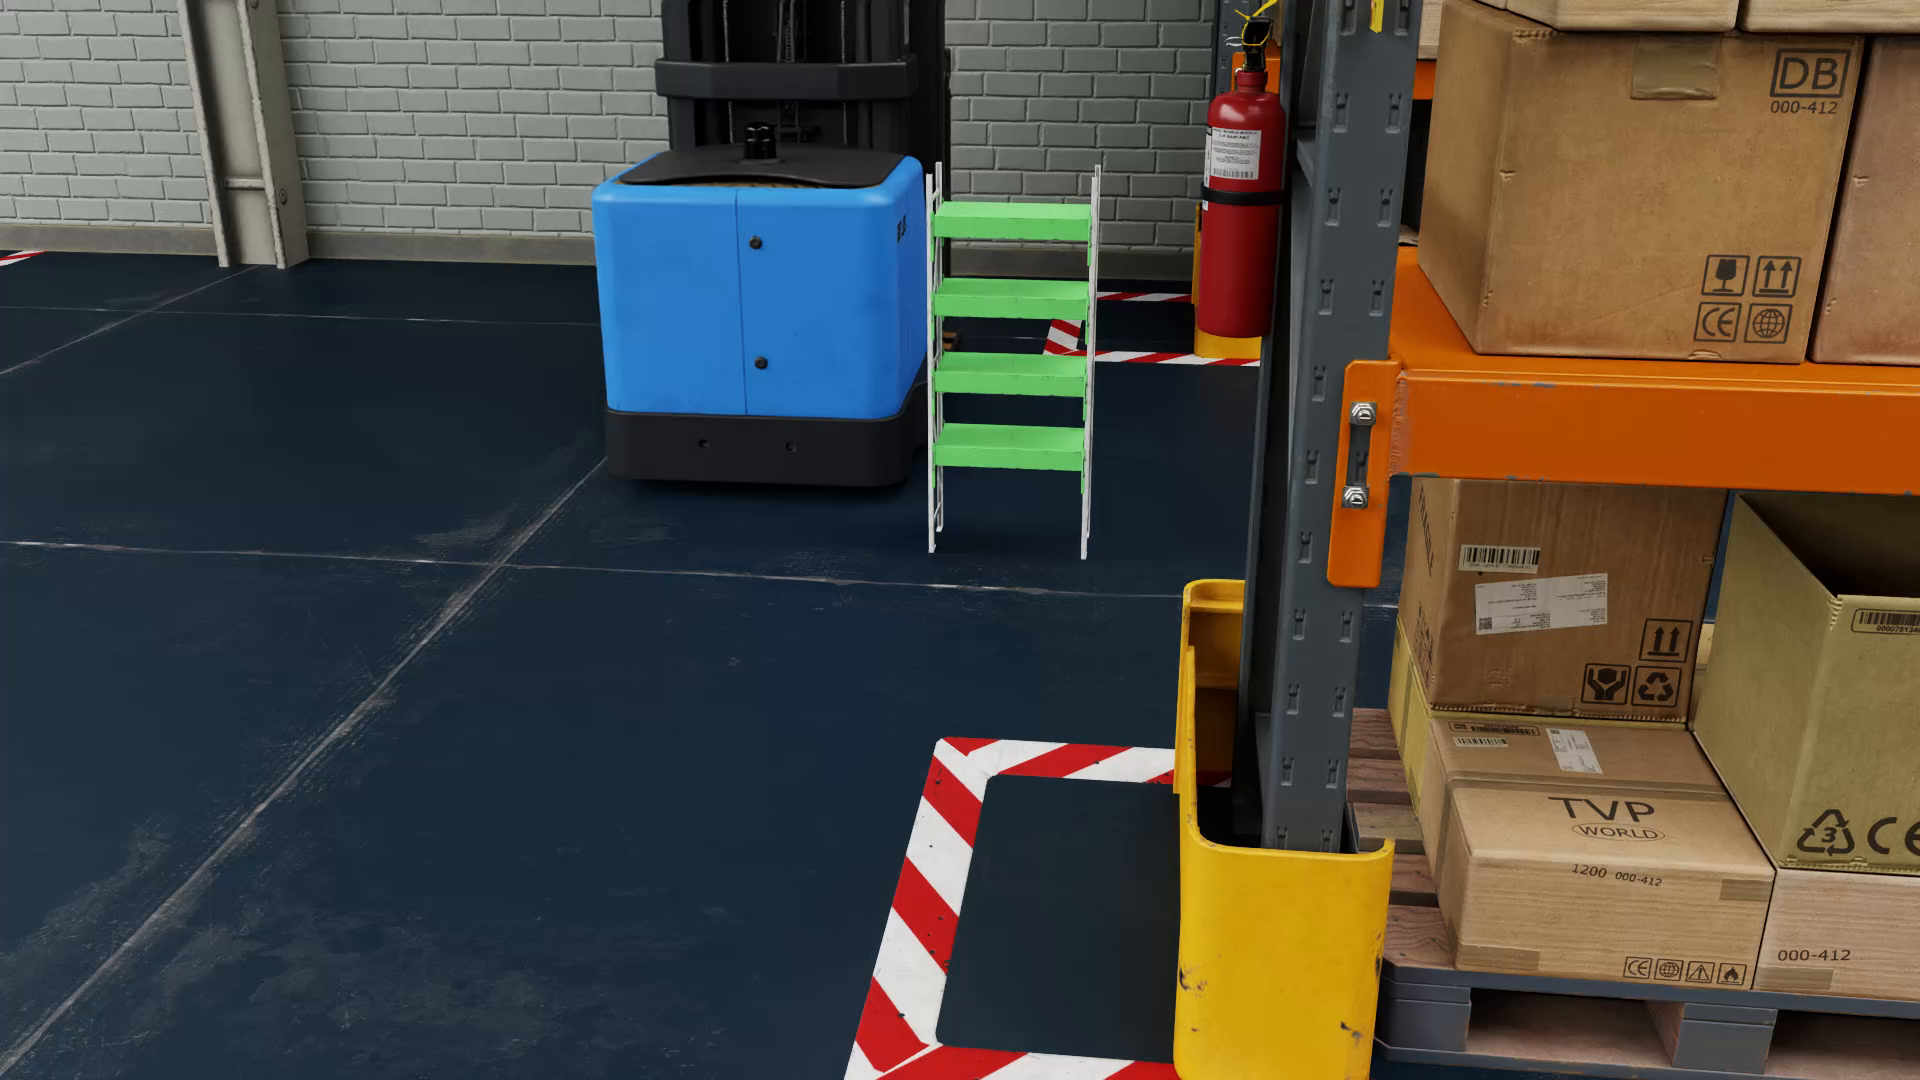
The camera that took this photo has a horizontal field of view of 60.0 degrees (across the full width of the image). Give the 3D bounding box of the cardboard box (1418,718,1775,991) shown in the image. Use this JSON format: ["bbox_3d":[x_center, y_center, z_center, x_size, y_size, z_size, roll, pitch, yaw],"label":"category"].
[{"bbox_3d":[1.152,0.568,3.093,0.500,0.250,0.500,2,22,6],"label":"cardboard box"}]

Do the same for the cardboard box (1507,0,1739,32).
[{"bbox_3d":[1.010,-0.873,2.549,0.250,0.149,0.380,2,22,6],"label":"cardboard box"}]

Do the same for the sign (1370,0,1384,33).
[{"bbox_3d":[0.575,-0.857,2.243,0.005,0.325,0.100,2,22,6],"label":"sign"}]

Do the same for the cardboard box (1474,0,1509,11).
[{"bbox_3d":[1.048,-1.021,2.925,0.250,0.149,0.380,2,22,5],"label":"cardboard box"}]

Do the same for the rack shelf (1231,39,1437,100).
[{"bbox_3d":[3.211,-2.008,7.417,4.000,0.370,1.077,2,22,6],"label":"rack shelf"}]

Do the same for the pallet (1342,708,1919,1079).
[{"bbox_3d":[1.410,0.694,3.396,1.213,0.211,1.003,2,22,6],"label":"pallet"}]

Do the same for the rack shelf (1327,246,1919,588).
[{"bbox_3d":[2.632,-0.199,2.842,4.000,0.370,1.077,2,22,6],"label":"rack shelf"}]

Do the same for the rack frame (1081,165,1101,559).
[{"bbox_3d":[0.407,-0.540,5.174,0.015,1.200,0.240,2,22,6],"label":"rack frame"}]

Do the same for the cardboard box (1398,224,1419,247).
[{"bbox_3d":[1.902,-1.320,7.758,0.500,0.311,0.500,0,22,0],"label":"cardboard box"}]

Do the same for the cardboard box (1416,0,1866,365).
[{"bbox_3d":[1.108,-0.642,2.847,0.500,0.500,0.700,3,22,6],"label":"cardboard box"}]

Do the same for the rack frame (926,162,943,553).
[{"bbox_3d":[-0.078,-0.561,5.228,0.015,1.200,0.240,2,22,6],"label":"rack frame"}]

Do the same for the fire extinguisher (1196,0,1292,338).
[{"bbox_3d":[0.583,-0.759,3.385,0.183,0.674,0.296,2,22,6],"label":"fire extinguisher"}]

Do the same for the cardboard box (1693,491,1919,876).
[{"bbox_3d":[1.649,0.240,2.902,0.500,0.500,0.500,2,22,6],"label":"cardboard box"}]

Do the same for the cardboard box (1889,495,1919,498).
[{"bbox_3d":[2.208,0.067,3.339,0.500,0.500,0.500,2,22,6],"label":"cardboard box"}]

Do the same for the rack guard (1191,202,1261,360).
[{"bbox_3d":[1.301,-1.263,7.955,0.348,0.500,1.175,2,22,6],"label":"rack guard"}]

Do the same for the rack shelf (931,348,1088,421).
[{"bbox_3d":[0.164,-0.491,5.225,0.480,0.148,0.258,2,22,6],"label":"rack shelf"}]

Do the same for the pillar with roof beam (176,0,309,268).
[{"bbox_3d":[-4.443,-4.192,3.804,0.400,9.000,9.100,2,22,6],"label":"pillar with roof beam"}]

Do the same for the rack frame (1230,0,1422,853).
[{"bbox_3d":[0.646,-0.620,2.929,0.127,3.000,1.000,2,22,6],"label":"rack frame"}]

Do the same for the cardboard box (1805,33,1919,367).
[{"bbox_3d":[1.630,-0.621,2.794,0.500,0.500,0.700,3,22,8],"label":"cardboard box"}]

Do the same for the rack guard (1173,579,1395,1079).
[{"bbox_3d":[0.622,0.541,3.391,0.348,0.500,1.175,2,22,6],"label":"rack guard"}]

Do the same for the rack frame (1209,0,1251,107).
[{"bbox_3d":[1.225,-2.429,7.504,0.127,3.000,1.000,2,22,6],"label":"rack frame"}]

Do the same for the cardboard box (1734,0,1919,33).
[{"bbox_3d":[1.273,-0.862,2.523,0.250,0.149,0.380,2,22,5],"label":"cardboard box"}]

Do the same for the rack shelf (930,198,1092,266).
[{"bbox_3d":[0.164,-0.938,5.048,0.480,0.148,0.258,2,22,6],"label":"rack shelf"}]

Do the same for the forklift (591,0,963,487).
[{"bbox_3d":[-0.576,-2.046,6.629,1.130,2.935,3.031,2,22,5],"label":"forklift"}]

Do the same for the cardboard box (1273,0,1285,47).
[{"bbox_3d":[1.712,-2.419,7.656,0.500,0.250,0.500,3,22,7],"label":"cardboard box"}]

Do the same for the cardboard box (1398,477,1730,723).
[{"bbox_3d":[1.214,0.029,3.435,0.500,0.500,0.500,2,22,6],"label":"cardboard box"}]

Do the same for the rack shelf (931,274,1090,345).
[{"bbox_3d":[0.164,-0.715,5.136,0.480,0.148,0.258,2,22,6],"label":"rack shelf"}]

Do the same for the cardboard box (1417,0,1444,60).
[{"bbox_3d":[2.190,-2.214,7.137,0.500,0.250,0.500,2,22,5],"label":"cardboard box"}]

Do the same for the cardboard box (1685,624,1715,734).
[{"bbox_3d":[1.711,0.396,3.527,0.500,0.250,0.500,2,22,6],"label":"cardboard box"}]

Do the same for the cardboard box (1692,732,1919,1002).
[{"bbox_3d":[1.649,0.588,3.041,0.500,0.250,0.500,2,22,6],"label":"cardboard box"}]

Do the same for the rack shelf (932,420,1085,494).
[{"bbox_3d":[0.164,-0.268,5.313,0.480,0.148,0.258,2,22,6],"label":"rack shelf"}]

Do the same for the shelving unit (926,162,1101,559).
[{"bbox_3d":[0.164,-0.551,5.201,0.503,1.200,0.258,2,22,6],"label":"shelving unit"}]

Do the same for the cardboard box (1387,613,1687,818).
[{"bbox_3d":[1.213,0.379,3.571,0.500,0.250,0.500,2,22,6],"label":"cardboard box"}]
